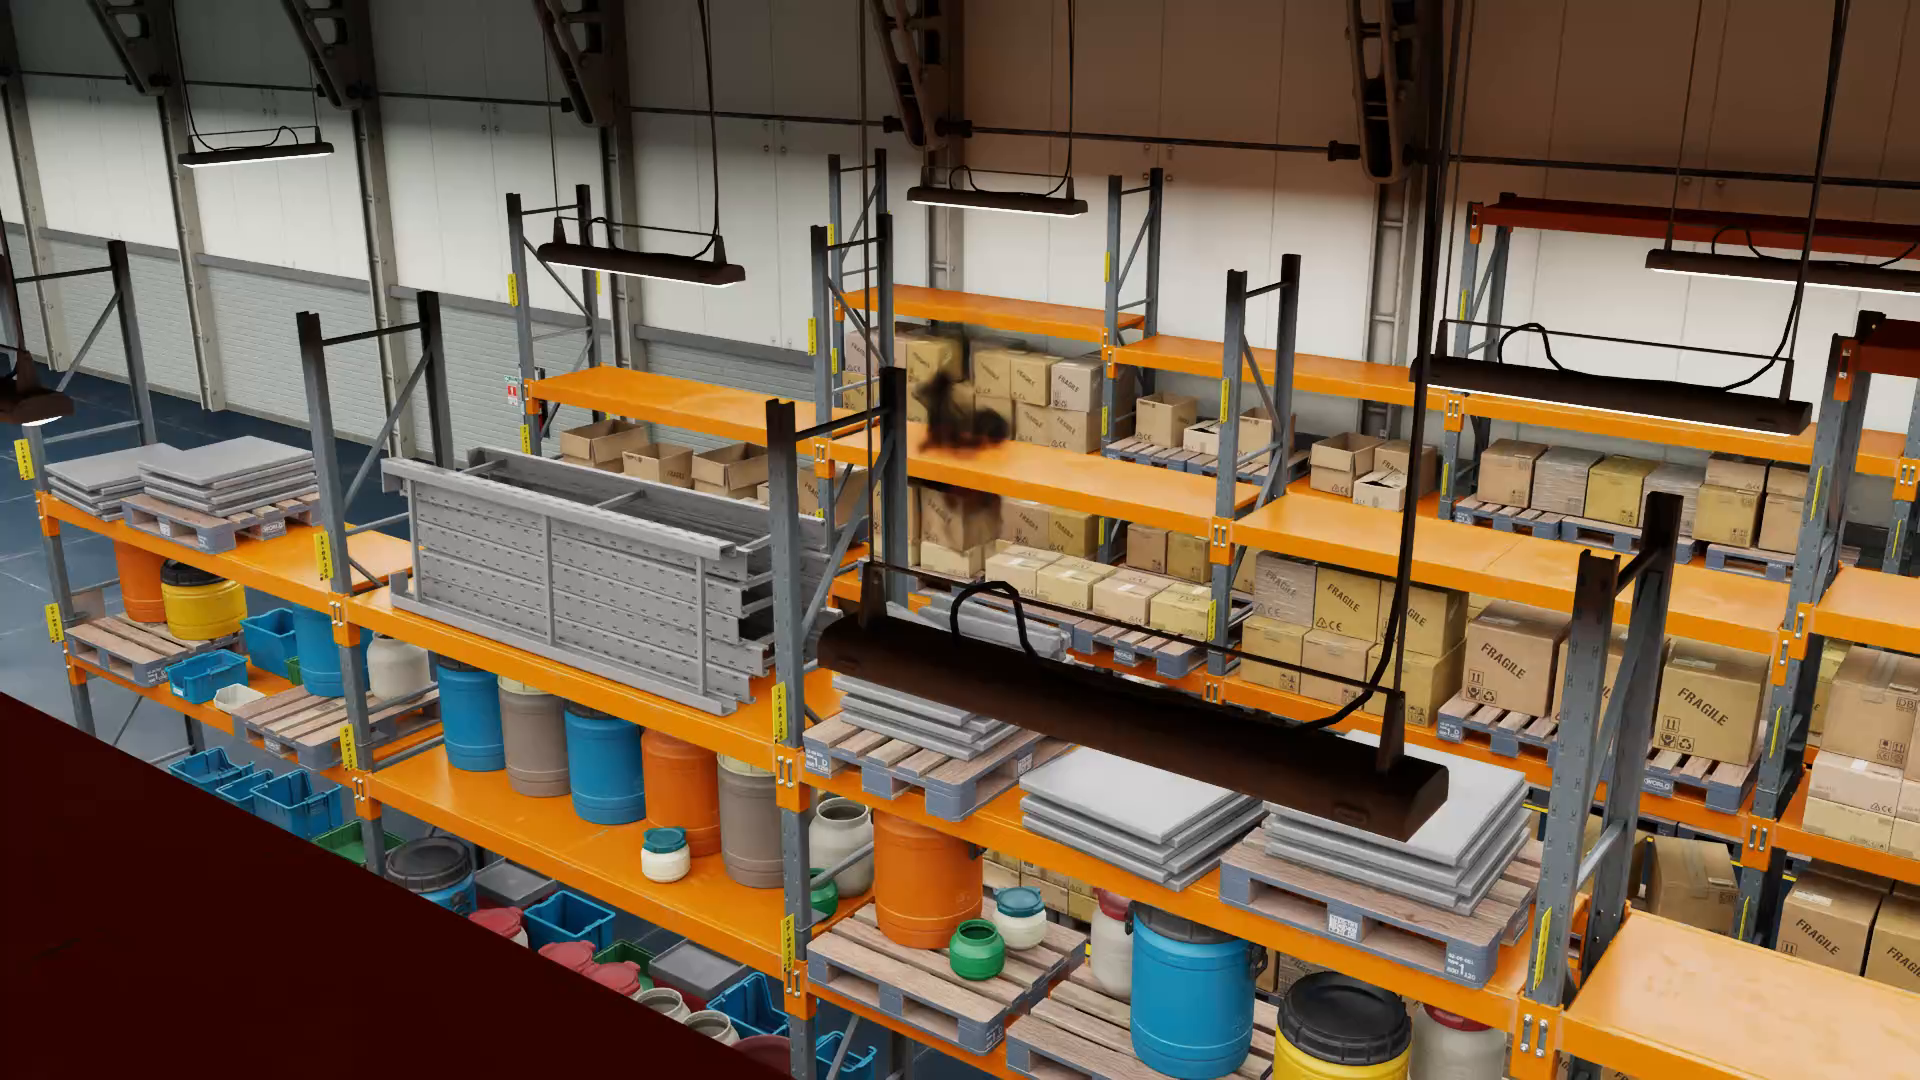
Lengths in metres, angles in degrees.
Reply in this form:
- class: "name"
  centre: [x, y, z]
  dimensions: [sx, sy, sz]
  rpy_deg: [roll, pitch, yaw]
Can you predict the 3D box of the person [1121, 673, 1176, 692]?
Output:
- class: "person"
  centre: [1.841, 1.813, 16.919]
  dimensions: [0.848, 1.807, 0.685]
  rpy_deg: [10, 21, 29]
